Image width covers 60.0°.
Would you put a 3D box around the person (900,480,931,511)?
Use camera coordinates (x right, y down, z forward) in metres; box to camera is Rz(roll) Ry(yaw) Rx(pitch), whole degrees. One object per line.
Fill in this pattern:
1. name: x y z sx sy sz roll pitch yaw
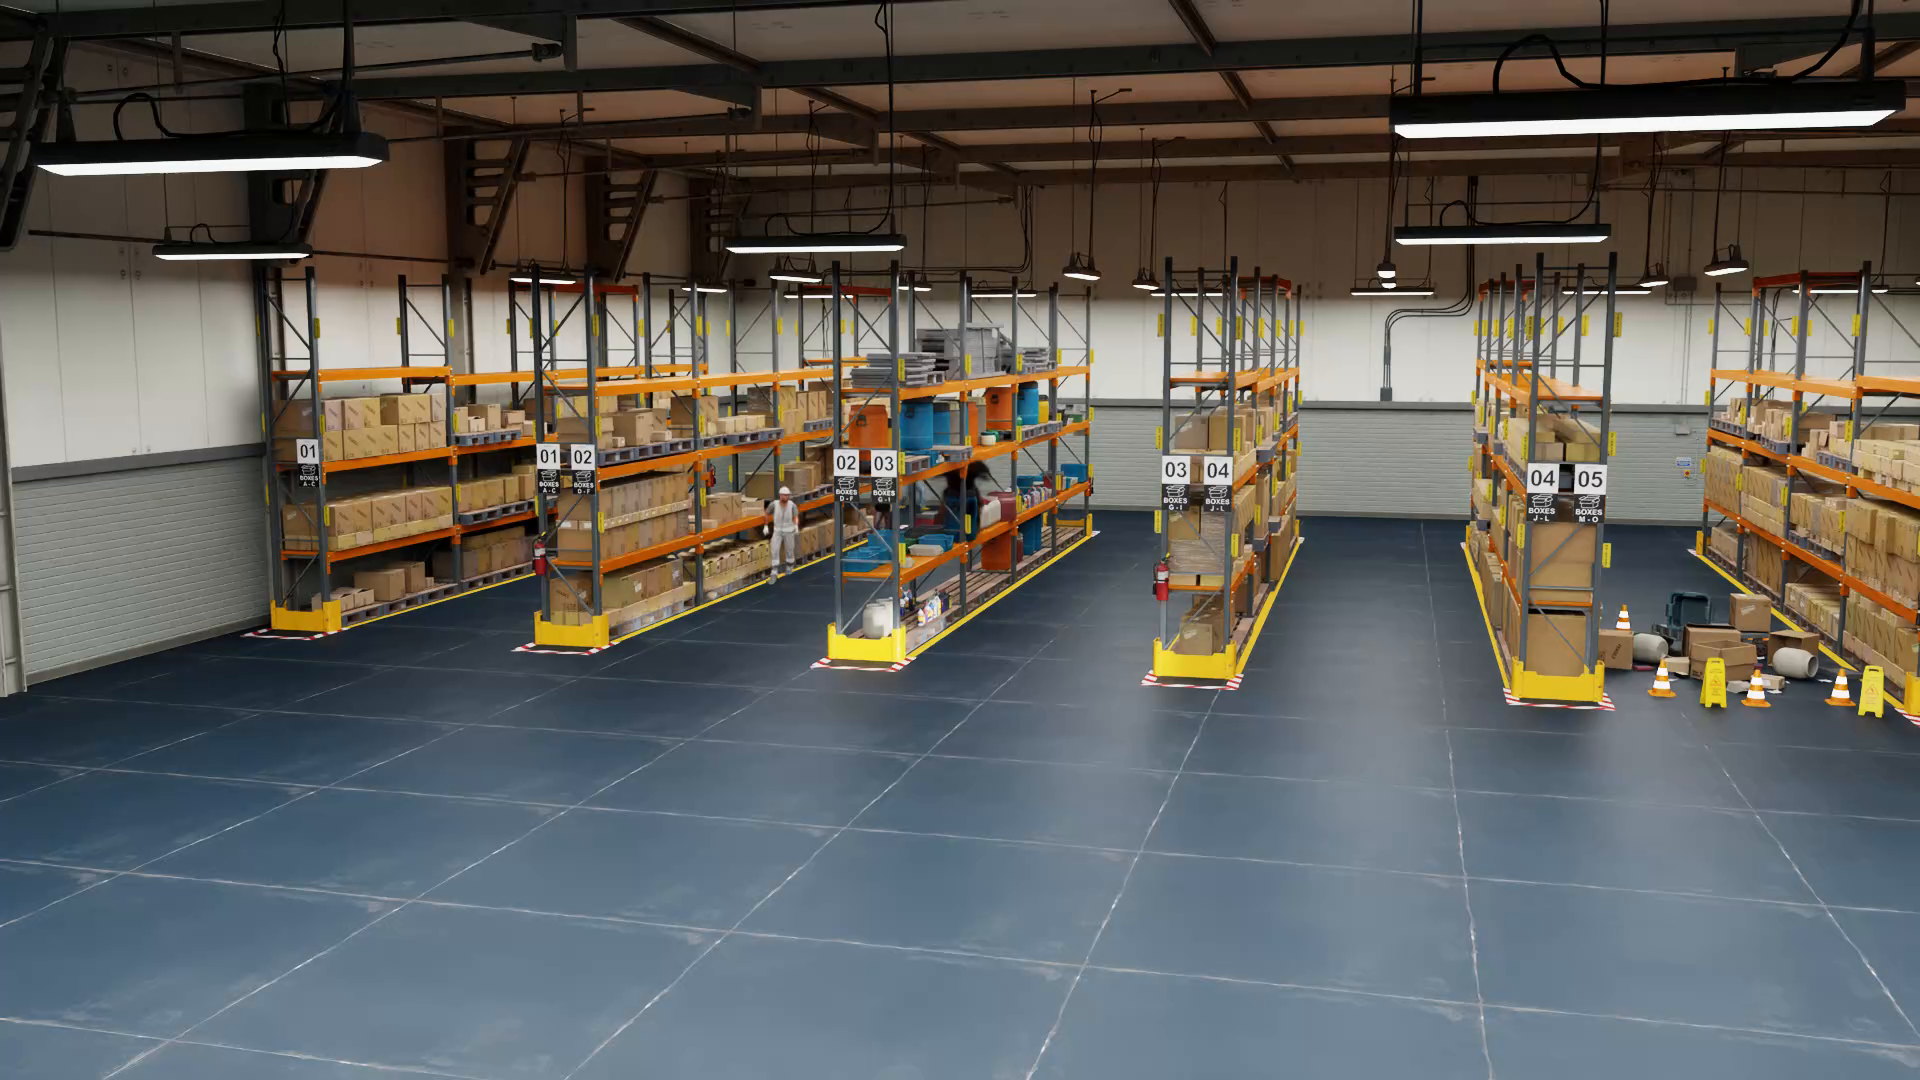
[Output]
1. person: -1.289 -1.661 45.821 0.990 1.721 0.663 4 8 30

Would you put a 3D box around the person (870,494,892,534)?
1. person: -1.770 -0.647 38.071 0.660 1.698 0.992 2 7 15

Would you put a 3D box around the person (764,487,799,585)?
1. person: -3.372 -0.107 31.562 0.777 1.829 0.856 2 8 15
